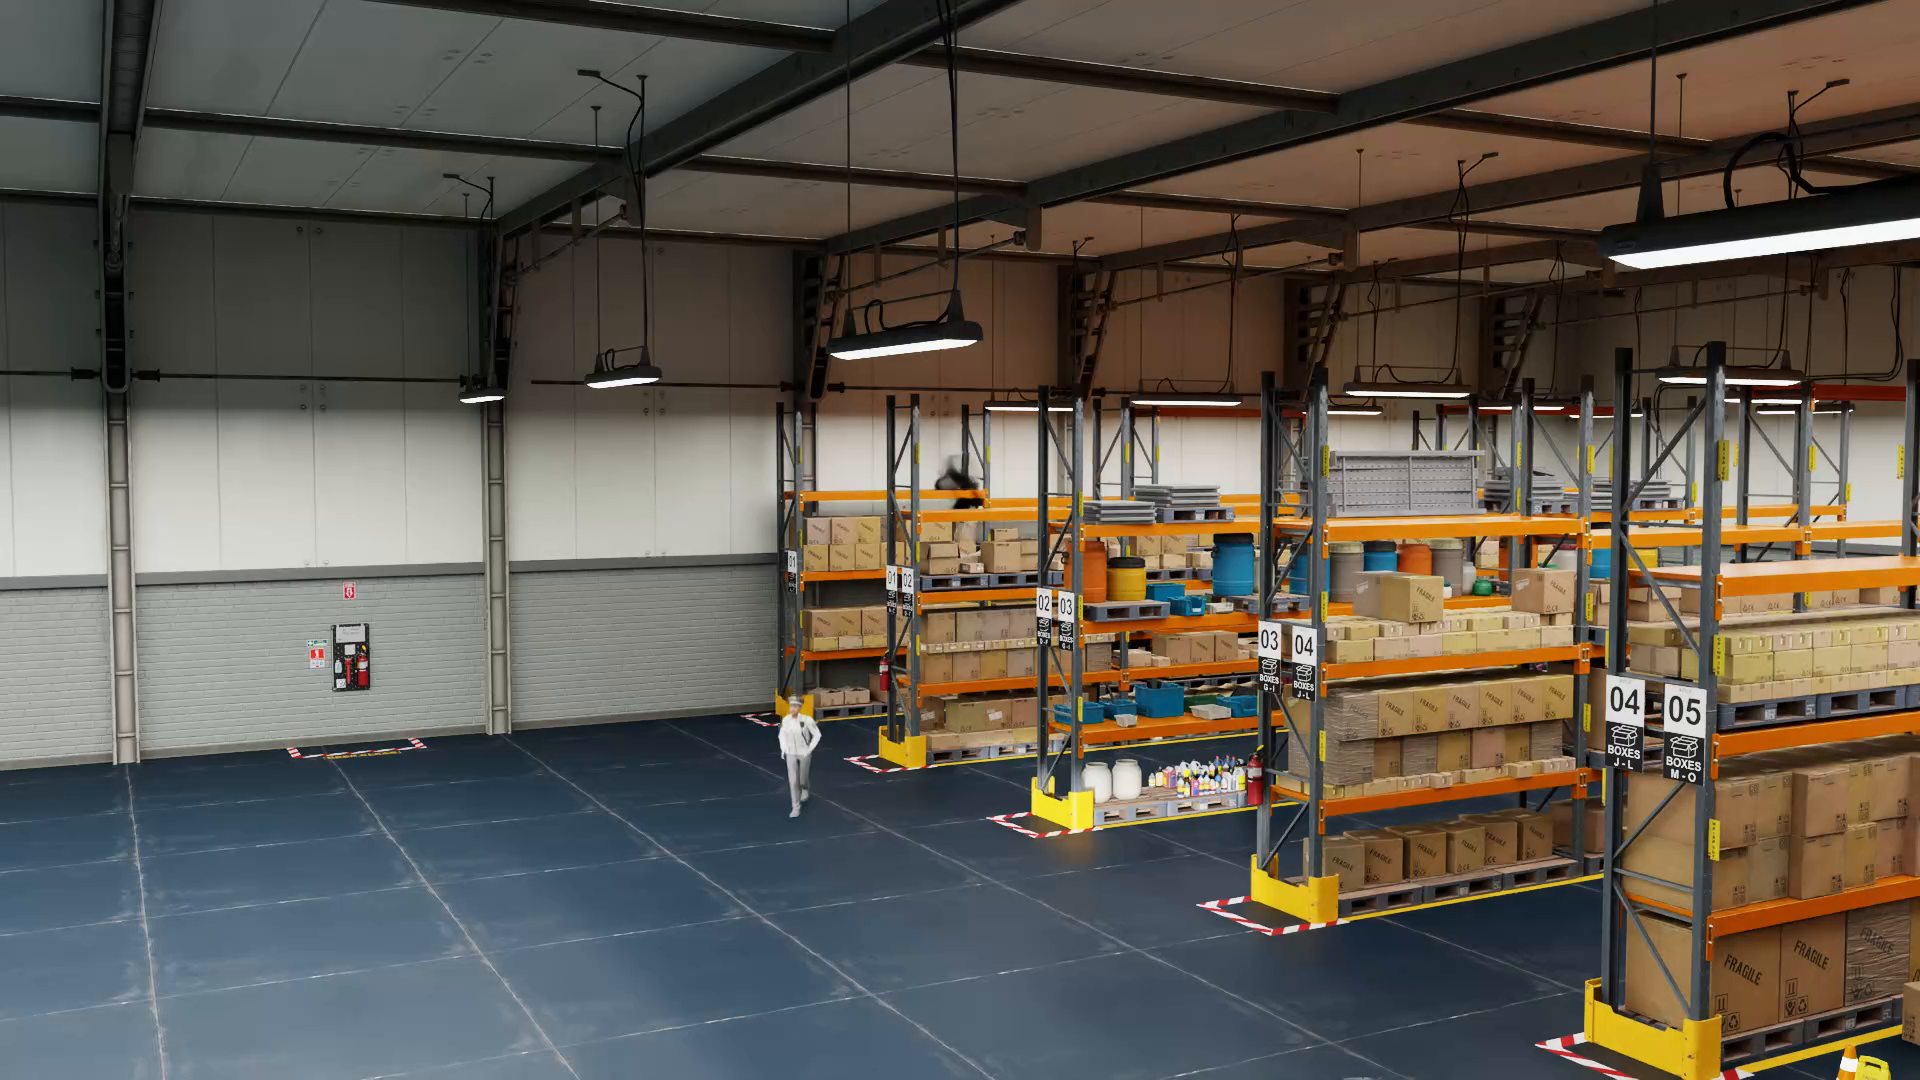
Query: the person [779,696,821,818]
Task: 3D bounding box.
[{"bbox_3d":[-2.245,3.005,23.333,0.621,1.686,0.746,1,3,9],"label":"person"}]
